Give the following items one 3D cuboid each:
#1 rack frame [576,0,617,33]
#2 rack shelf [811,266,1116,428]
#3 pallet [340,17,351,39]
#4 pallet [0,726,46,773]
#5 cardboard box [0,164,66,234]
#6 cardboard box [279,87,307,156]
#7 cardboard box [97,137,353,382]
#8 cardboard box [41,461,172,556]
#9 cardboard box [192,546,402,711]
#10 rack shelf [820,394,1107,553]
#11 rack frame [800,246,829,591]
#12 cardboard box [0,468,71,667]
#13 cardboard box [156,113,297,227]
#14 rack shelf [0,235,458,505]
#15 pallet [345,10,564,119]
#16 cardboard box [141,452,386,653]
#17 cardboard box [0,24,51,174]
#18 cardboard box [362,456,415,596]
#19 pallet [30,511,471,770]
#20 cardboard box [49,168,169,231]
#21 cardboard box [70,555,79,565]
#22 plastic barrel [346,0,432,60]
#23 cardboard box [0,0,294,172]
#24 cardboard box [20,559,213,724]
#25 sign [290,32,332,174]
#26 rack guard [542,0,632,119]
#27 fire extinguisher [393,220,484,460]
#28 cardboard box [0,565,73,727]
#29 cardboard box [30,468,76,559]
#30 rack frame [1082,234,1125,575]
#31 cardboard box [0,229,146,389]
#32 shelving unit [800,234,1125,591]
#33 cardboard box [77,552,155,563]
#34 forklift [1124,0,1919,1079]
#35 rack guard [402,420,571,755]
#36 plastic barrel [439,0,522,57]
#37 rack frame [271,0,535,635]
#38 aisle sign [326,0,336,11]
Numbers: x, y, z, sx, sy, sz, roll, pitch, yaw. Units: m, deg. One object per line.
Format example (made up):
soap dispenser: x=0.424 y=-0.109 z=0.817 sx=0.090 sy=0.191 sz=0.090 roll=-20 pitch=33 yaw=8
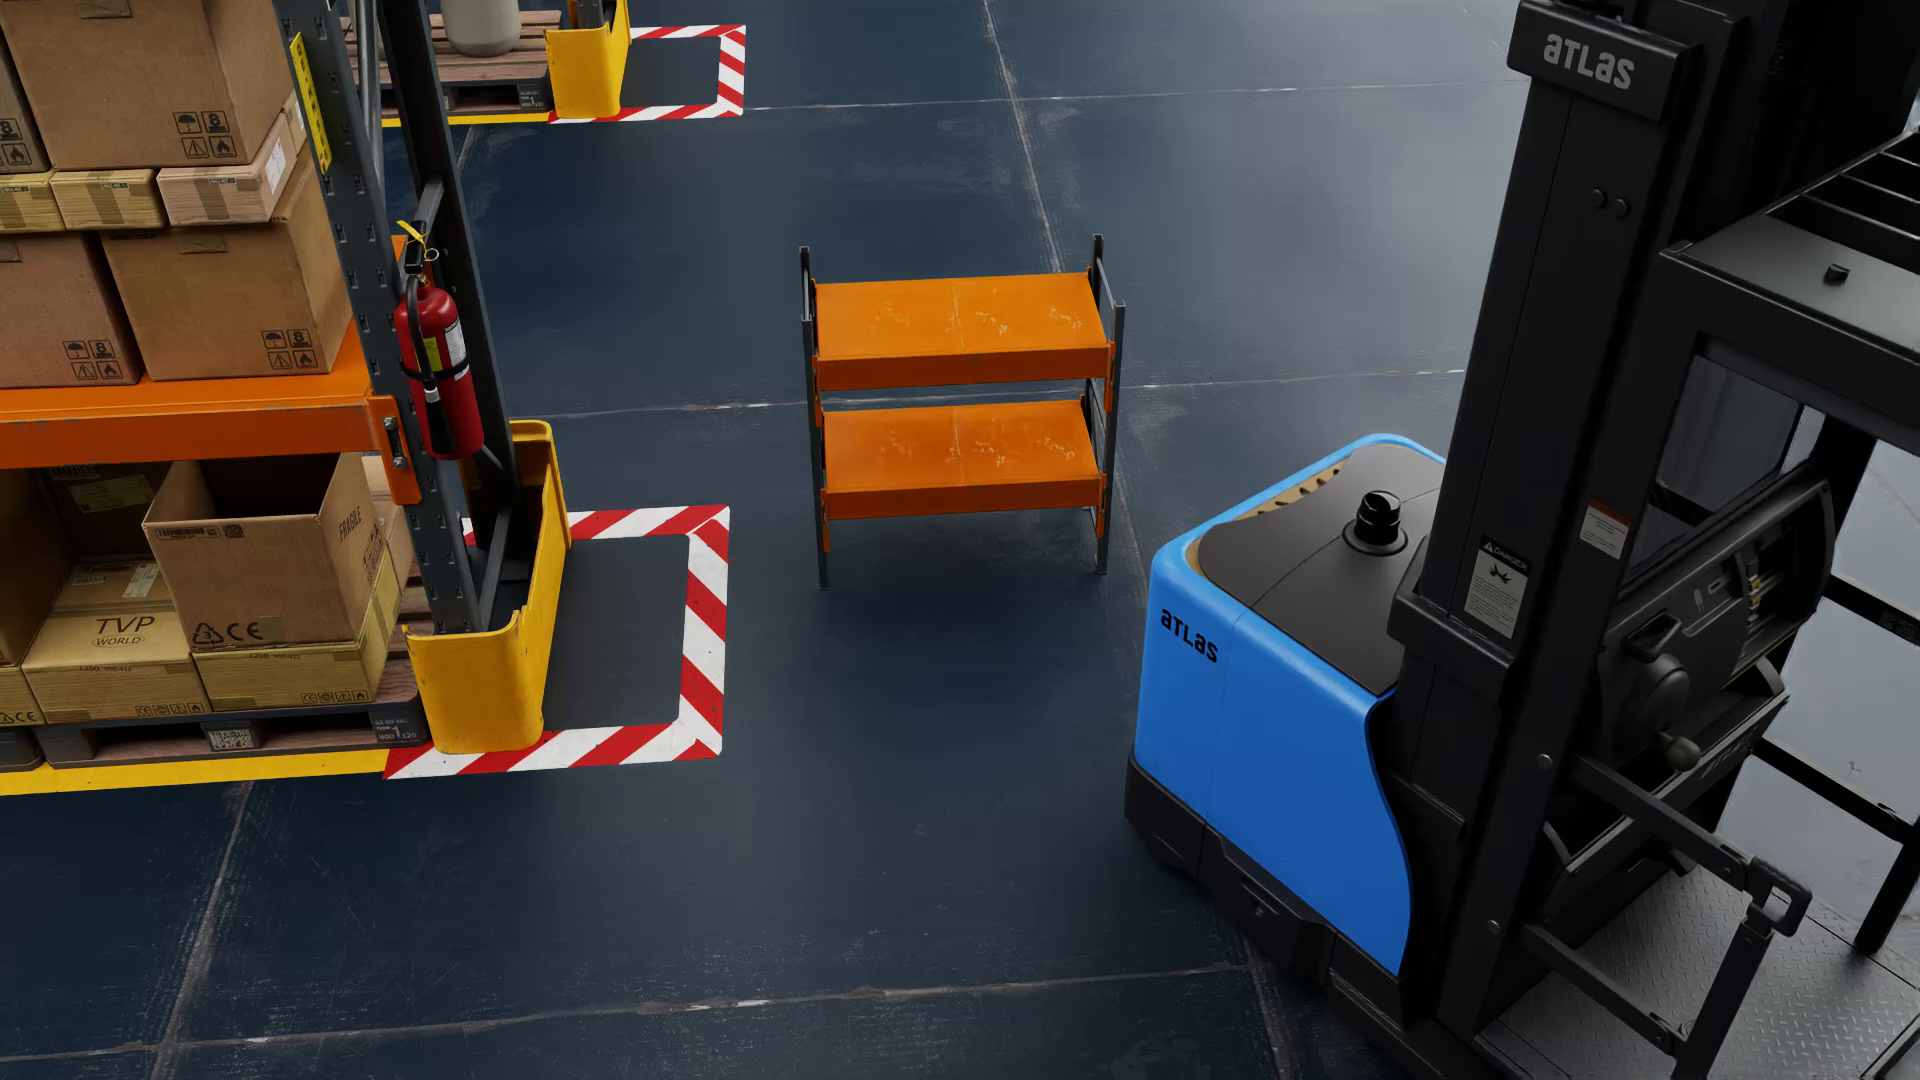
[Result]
rack frame: x=-2.047 y=-3.906 z=8.778 sx=0.127 sy=3.000 sz=1.000 roll=-3 pitch=38 yaw=-4
rack shelf: x=-0.007 y=-0.671 z=5.720 sx=1.000 sy=0.278 sz=0.538 roll=-3 pitch=38 yaw=-4
pallet: x=-4.140 y=-2.671 z=9.465 sx=1.213 sy=0.211 sz=1.003 roll=-3 pitch=38 yaw=-4
pallet: x=-3.582 y=0.378 z=5.600 sx=1.213 sy=0.211 sz=1.003 roll=-3 pitch=38 yaw=-4
cardboard box: x=-2.491 y=-0.975 z=4.460 sx=0.250 sy=0.149 sz=0.380 roll=-4 pitch=38 yaw=-5
cardboard box: x=-2.022 y=-1.254 z=4.814 sx=0.250 sy=0.149 sz=0.380 roll=-3 pitch=38 yaw=-4
cardboard box: x=-2.078 y=-0.871 z=4.851 sx=0.500 sy=0.500 sz=0.700 roll=-3 pitch=38 yaw=-4
cardboard box: x=-2.663 y=-0.308 z=5.494 sx=0.500 sy=0.500 sz=0.500 roll=-3 pitch=38 yaw=-4
cardboard box: x=-2.120 y=0.277 z=5.358 sx=0.500 sy=0.250 sz=0.500 roll=-3 pitch=38 yaw=-4
rack shelf: x=-0.007 y=-0.249 z=6.053 sx=1.000 sy=0.278 sz=0.538 roll=-3 pitch=38 yaw=-4
rack frame: x=-0.513 y=-0.413 z=5.866 sx=0.032 sy=1.125 sz=0.500 roll=-3 pitch=38 yaw=-4
cardboard box: x=-3.114 y=0.048 z=5.043 sx=0.500 sy=0.500 sz=0.500 roll=-3 pitch=38 yaw=-4
cardboard box: x=-1.975 y=-1.005 z=4.497 sx=0.250 sy=0.149 sz=0.380 roll=-4 pitch=38 yaw=-5
rack shelf: x=-3.604 y=-0.457 z=4.988 sx=4.000 sy=0.370 sz=1.077 roll=-3 pitch=38 yaw=-4
pallet: x=-2.928 y=-2.736 z=9.548 sx=1.213 sy=0.211 sz=1.003 roll=-3 pitch=38 yaw=-4
cardboard box: x=-2.119 y=-0.016 z=5.124 sx=0.500 sy=0.500 sz=0.500 roll=-3 pitch=38 yaw=-4
cardboard box: x=-2.654 y=-1.345 z=4.405 sx=0.500 sy=0.500 sz=0.700 roll=-4 pitch=38 yaw=-5
cardboard box: x=-2.165 y=-0.042 z=5.763 sx=0.500 sy=0.250 sz=0.500 roll=-3 pitch=38 yaw=-4
pallet: x=-2.370 y=0.313 z=5.682 sx=1.213 sy=0.211 sz=1.003 roll=-3 pitch=38 yaw=-4
cardboard box: x=-2.236 y=-0.989 z=4.478 sx=0.250 sy=0.149 sz=0.380 roll=-2 pitch=38 yaw=-3
cardboard box: x=-3.161 y=0.014 z=5.691 sx=0.500 sy=0.250 sz=0.500 roll=-3 pitch=38 yaw=-4
plastic barrel: x=-3.195 y=-2.983 z=9.278 sx=0.421 sy=0.512 sz=0.421 roll=0 pitch=38 yaw=0
cardboard box: x=-2.130 y=-1.377 z=4.446 sx=0.500 sy=0.500 sz=0.700 roll=-3 pitch=38 yaw=-4
cardboard box: x=-2.617 y=0.312 z=5.314 sx=0.500 sy=0.250 sz=0.500 roll=-3 pitch=38 yaw=-4
sign: x=-1.577 y=-1.061 z=4.047 sx=0.005 sy=0.325 sz=0.100 roll=-3 pitch=38 yaw=-4
rack guard: x=-2.118 y=-2.891 z=9.511 sx=0.348 sy=0.500 sz=1.175 roll=-3 pitch=38 yaw=-4
fire extinguisher: x=-1.453 y=-0.539 z=4.574 sx=0.183 sy=0.674 sz=0.296 roll=-3 pitch=38 yaw=-4
cardboard box: x=-3.114 y=0.340 z=5.278 sx=0.500 sy=0.250 sz=0.500 roll=-3 pitch=38 yaw=-4
cardboard box: x=-3.160 y=-0.273 z=5.450 sx=0.500 sy=0.500 sz=0.500 roll=-3 pitch=38 yaw=-4
rack frame: x=0.500 y=-0.469 z=5.936 sx=0.032 sy=1.125 sz=0.500 roll=-3 pitch=38 yaw=-4
cardboard box: x=-2.600 y=-0.839 z=4.811 sx=0.500 sy=0.500 sz=0.700 roll=-2 pitch=38 yaw=-3
shelving unit: x=-0.007 y=-0.441 z=5.901 sx=1.048 sy=1.125 sz=0.538 roll=-3 pitch=38 yaw=-4
cardboard box: x=-2.663 y=-0.013 z=5.725 sx=0.500 sy=0.250 sz=0.500 roll=-3 pitch=38 yaw=-4
forklift: x=1.816 y=0.248 z=3.570 sx=1.130 sy=2.935 sz=3.031 roll=-26 pitch=45 yaw=-29
rack guard: x=-1.588 y=0.131 z=5.681 sx=0.348 sy=0.500 sz=1.175 roll=-3 pitch=38 yaw=-4
plastic barrel: x=-2.695 y=-3.011 z=9.313 sx=0.421 sy=0.512 sz=0.421 roll=0 pitch=38 yaw=0
rack frame: x=-1.612 y=-0.849 z=4.905 sx=0.127 sy=3.000 sz=1.000 roll=-3 pitch=38 yaw=-4
aisle sign: x=-1.520 y=-1.692 z=3.874 sx=0.004 sy=0.787 sz=0.394 roll=-3 pitch=38 yaw=-4
